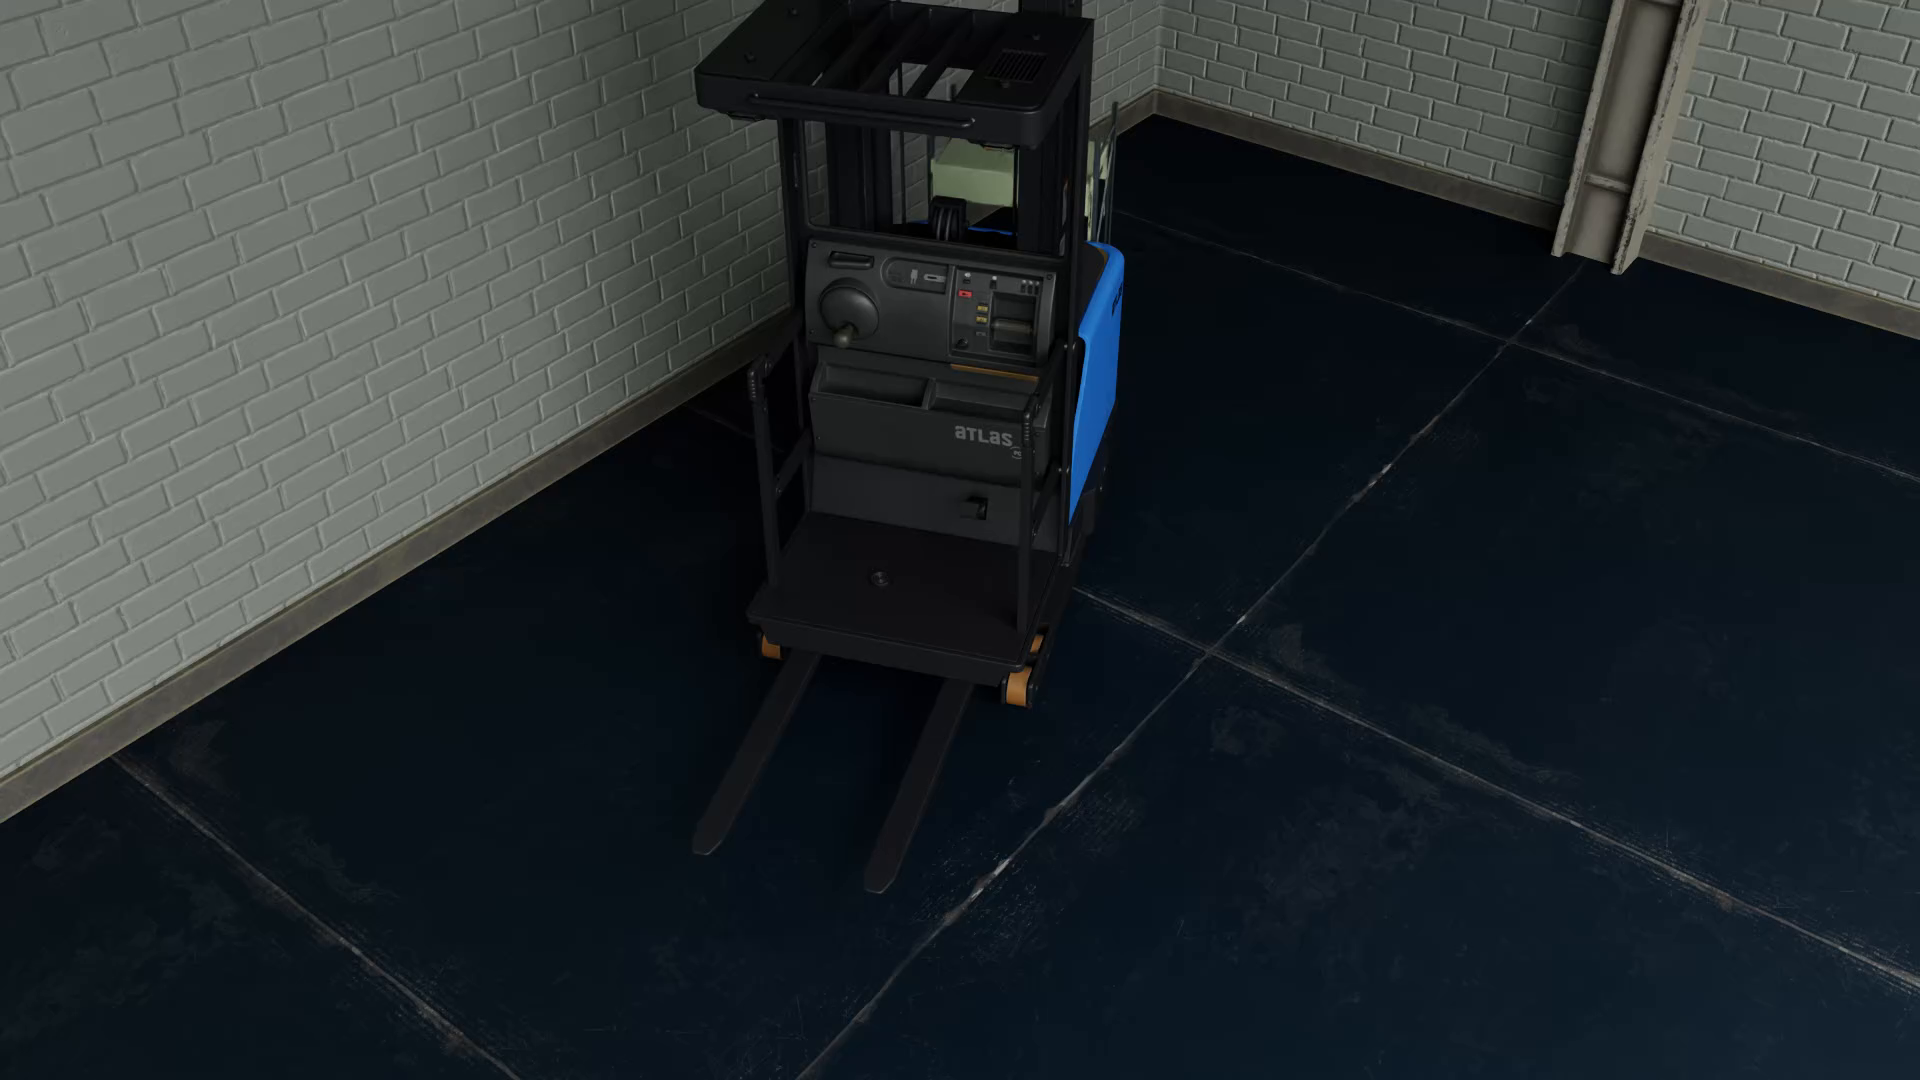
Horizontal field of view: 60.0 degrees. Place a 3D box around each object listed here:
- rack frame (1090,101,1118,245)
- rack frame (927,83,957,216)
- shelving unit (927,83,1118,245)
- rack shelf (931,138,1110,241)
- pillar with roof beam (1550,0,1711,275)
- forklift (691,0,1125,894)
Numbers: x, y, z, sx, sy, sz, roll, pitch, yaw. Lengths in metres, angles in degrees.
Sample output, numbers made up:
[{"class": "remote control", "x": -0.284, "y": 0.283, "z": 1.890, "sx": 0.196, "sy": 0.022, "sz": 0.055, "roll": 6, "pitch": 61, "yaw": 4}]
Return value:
[{"class": "rack frame", "x": 0.629, "y": -1.208, "z": 7.574, "sx": 0.023, "sy": 1.500, "sz": 0.400, "roll": 10, "pitch": 39, "yaw": 12}, {"class": "rack frame", "x": -0.076, "y": -1.329, "z": 7.729, "sx": 0.023, "sy": 1.500, "sz": 0.400, "roll": 10, "pitch": 39, "yaw": 12}, {"class": "shelving unit", "x": 0.276, "y": -1.268, "z": 7.651, "sx": 0.755, "sy": 1.500, "sz": 0.431, "roll": 10, "pitch": 39, "yaw": 12}, {"class": "rack shelf", "x": 0.276, "y": -1.574, "z": 7.409, "sx": 0.720, "sy": 0.370, "sz": 0.431, "roll": 10, "pitch": 39, "yaw": 12}, {"class": "pillar with roof beam", "x": 0.931, "y": -3.033, "z": 3.825, "sx": 0.400, "sy": 9.000, "sz": 9.100, "roll": 25, "pitch": 45, "yaw": 29}, {"class": "forklift", "x": -0.169, "y": -0.781, "z": 5.870, "sx": 1.130, "sy": 2.935, "sz": 3.031, "roll": 10, "pitch": 39, "yaw": 12}]
